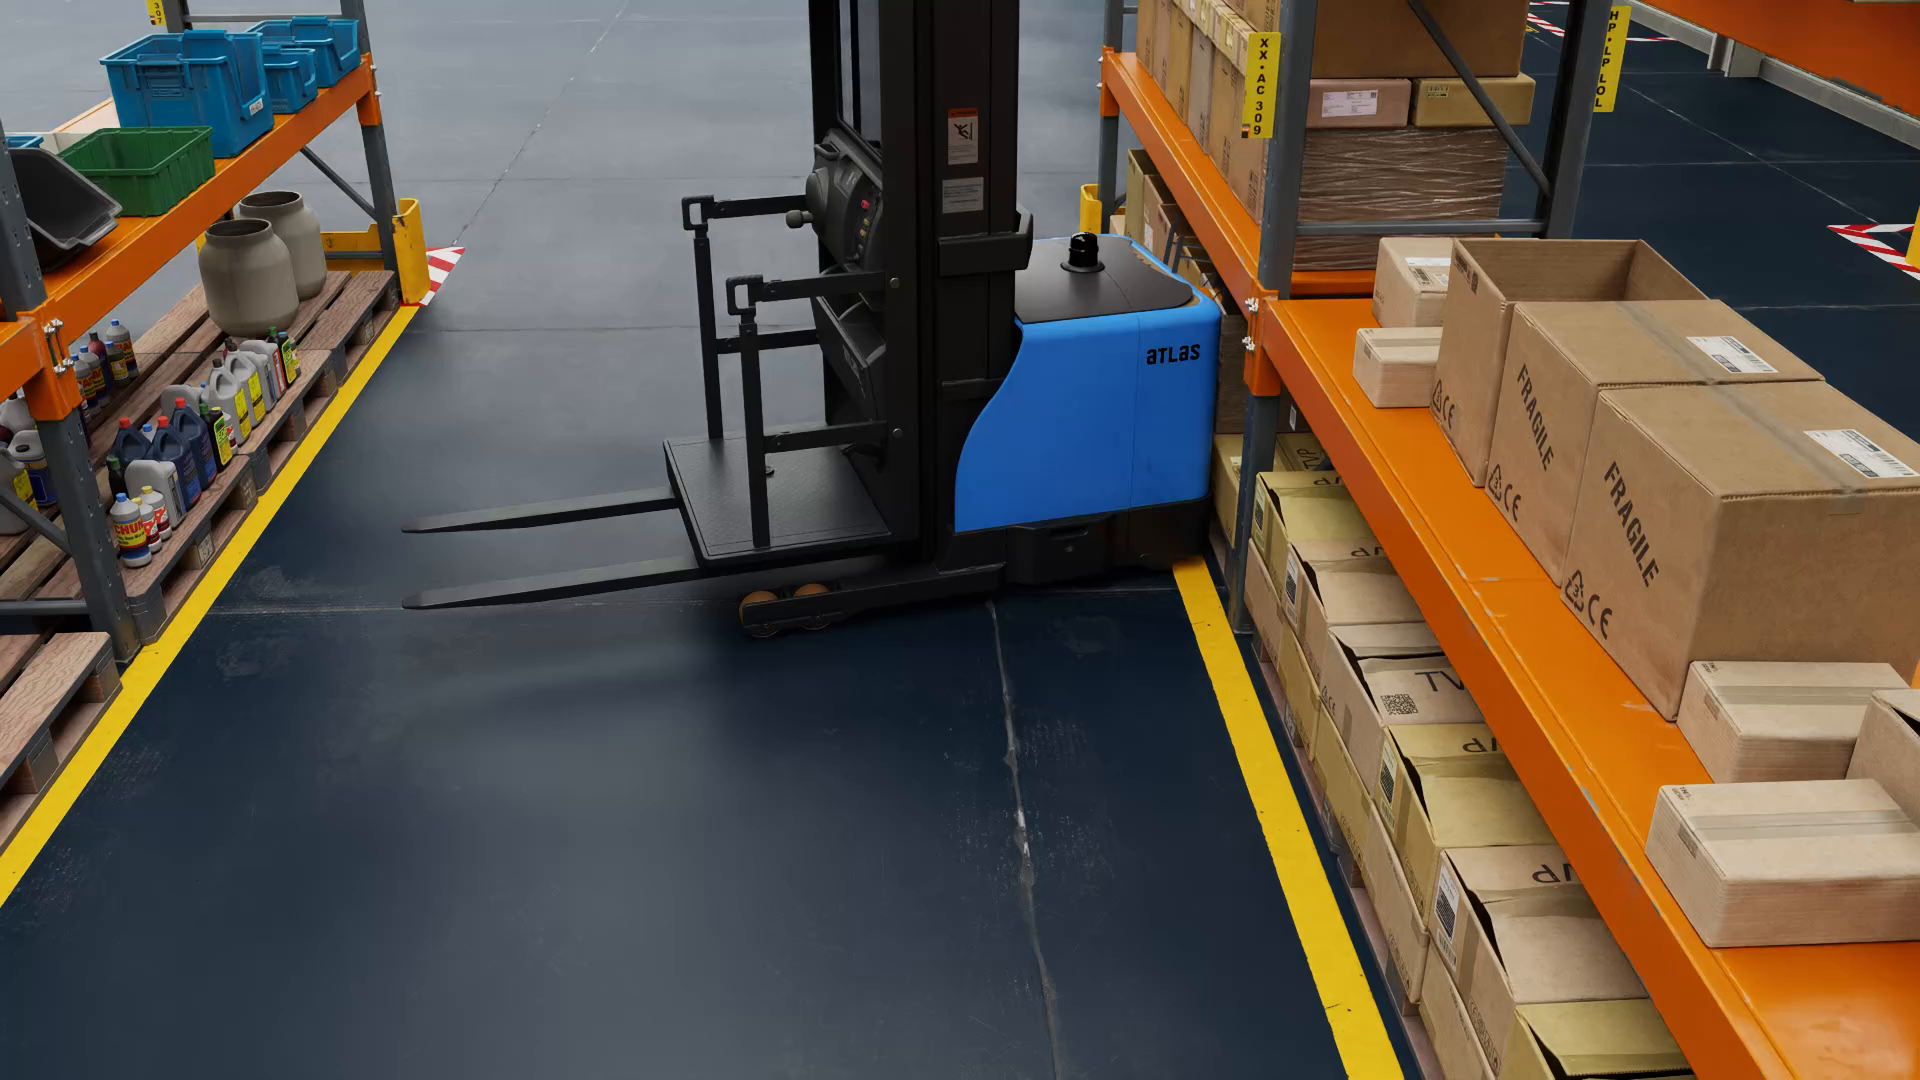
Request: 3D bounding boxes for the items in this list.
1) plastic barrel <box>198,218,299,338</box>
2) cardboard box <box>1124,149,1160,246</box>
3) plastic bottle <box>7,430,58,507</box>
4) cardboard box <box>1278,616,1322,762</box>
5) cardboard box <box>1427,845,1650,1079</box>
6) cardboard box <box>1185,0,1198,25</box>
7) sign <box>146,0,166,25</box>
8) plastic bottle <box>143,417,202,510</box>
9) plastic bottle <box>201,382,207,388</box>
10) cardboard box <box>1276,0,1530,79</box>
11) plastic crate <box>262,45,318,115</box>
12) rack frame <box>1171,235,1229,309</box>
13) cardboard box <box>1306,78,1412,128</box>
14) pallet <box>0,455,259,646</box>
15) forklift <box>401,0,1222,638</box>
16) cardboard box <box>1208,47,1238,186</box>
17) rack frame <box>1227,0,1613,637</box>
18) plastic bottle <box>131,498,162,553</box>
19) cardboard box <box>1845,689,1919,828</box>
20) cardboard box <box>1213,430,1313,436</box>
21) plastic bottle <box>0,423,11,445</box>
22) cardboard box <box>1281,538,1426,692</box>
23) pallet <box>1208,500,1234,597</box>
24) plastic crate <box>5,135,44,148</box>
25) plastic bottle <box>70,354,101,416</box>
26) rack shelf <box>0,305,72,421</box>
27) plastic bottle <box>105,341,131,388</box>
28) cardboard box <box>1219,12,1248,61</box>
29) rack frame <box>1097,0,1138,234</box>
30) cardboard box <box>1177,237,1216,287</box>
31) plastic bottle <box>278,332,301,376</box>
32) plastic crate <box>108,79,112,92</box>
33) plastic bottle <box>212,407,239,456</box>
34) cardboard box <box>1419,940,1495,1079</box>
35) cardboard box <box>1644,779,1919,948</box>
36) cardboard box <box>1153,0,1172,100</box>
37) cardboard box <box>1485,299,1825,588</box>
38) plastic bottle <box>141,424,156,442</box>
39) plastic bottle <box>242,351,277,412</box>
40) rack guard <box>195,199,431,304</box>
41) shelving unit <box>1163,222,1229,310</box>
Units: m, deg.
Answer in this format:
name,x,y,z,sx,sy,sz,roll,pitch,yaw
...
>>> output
name,x,y,z,sx,sy,sz,roll,pitch,yaw
plastic barrel,-3.522,-1.297,8.229,0.421,0.512,0.421,0,28,0
cardboard box,1.122,-1.681,8.437,0.500,0.500,0.500,-1,28,-3
plastic bottle,-3.635,-0.282,6.516,0.152,0.276,0.135,-1,28,-3
cardboard box,1.296,0.443,5.175,0.500,0.250,0.500,-1,28,-1
cardboard box,1.375,0.905,3.684,0.500,0.311,0.500,-2,28,-3
cardboard box,1.173,-2.301,7.108,0.380,0.149,0.250,-1,28,-2
sign,-4.208,-2.859,8.688,0.100,0.325,0.005,-1,28,-3
plastic bottle,-3.078,-0.303,6.477,0.144,0.351,0.185,-1,28,-1
plastic bottle,-3.238,-0.583,7.175,0.097,0.201,0.097,0,28,0
cardboard box,1.467,-1.842,5.527,0.700,0.500,0.500,-1,28,-2
plastic crate,-3.306,-2.157,7.803,0.499,0.251,0.408,-1,28,-3
rack frame,0.862,-0.615,6.609,0.240,1.200,0.006,7,26,-7
cardboard box,1.269,-1.470,5.516,0.380,0.149,0.250,-1,28,-3
pallet,-3.443,0.025,6.473,1.003,0.211,1.213,-1,28,-3
forklift,-0.598,-1.216,5.912,3.031,2.935,1.130,-8,29,-15
cardboard box,1.411,-1.742,6.738,0.700,0.500,0.500,-1,28,-2
rack frame,1.497,-1.018,5.458,1.000,3.000,0.127,-1,28,-3
plastic bottle,-3.034,-0.059,6.170,0.097,0.201,0.097,0,28,0
cardboard box,1.852,0.451,2.738,0.500,0.311,0.500,-2,28,-3
cardboard box,1.238,-0.425,6.840,0.500,0.250,0.500,-1,28,-3
plastic bottle,-3.832,-0.344,6.627,0.061,0.283,0.133,0,28,1
cardboard box,1.291,0.195,5.046,0.500,0.311,0.500,-2,28,-3
pallet,1.497,-0.150,6.809,1.003,0.211,1.213,-1,28,-3
plastic crate,-3.779,-1.339,6.234,0.499,0.251,0.616,-1,28,-3
plastic bottle,-3.852,-0.683,7.291,0.097,0.271,0.097,0,28,0
rack shelf,-3.346,0.343,3.627,1.077,0.370,4.000,-1,28,-3
plastic bottle,-3.870,-0.809,7.607,0.097,0.201,0.097,0,28,0
cardboard box,1.217,-1.940,6.417,0.380,0.149,0.250,-2,28,-3
rack frame,1.288,-2.865,9.000,1.000,3.000,0.127,-1,28,-3
cardboard box,1.210,-0.988,7.109,0.500,0.500,0.500,-1,28,-3
plastic bottle,-3.125,-0.864,7.713,0.097,0.201,0.097,0,28,0
plastic crate,-3.933,-2.209,8.027,0.298,0.136,0.250,-1,28,-3
plastic bottle,-3.079,-0.456,6.930,0.097,0.201,0.097,0,28,0
cardboard box,1.381,1.155,3.811,0.500,0.250,0.500,-1,28,-1
cardboard box,1.383,0.532,2.758,0.380,0.149,0.250,-1,28,-3
cardboard box,1.332,-2.451,8.098,0.700,0.500,0.500,-1,28,-1
cardboard box,1.574,-0.232,3.844,0.500,0.500,0.500,-1,28,-3
plastic bottle,-3.206,-0.332,6.618,0.097,0.271,0.097,0,28,0
plastic bottle,-3.132,-0.716,7.349,0.152,0.276,0.135,-2,28,-4
rack guard,-3.608,-1.605,9.287,1.175,0.500,0.348,-1,28,-3
shelving unit,0.857,-0.656,6.691,0.258,1.200,0.189,7,26,-7
